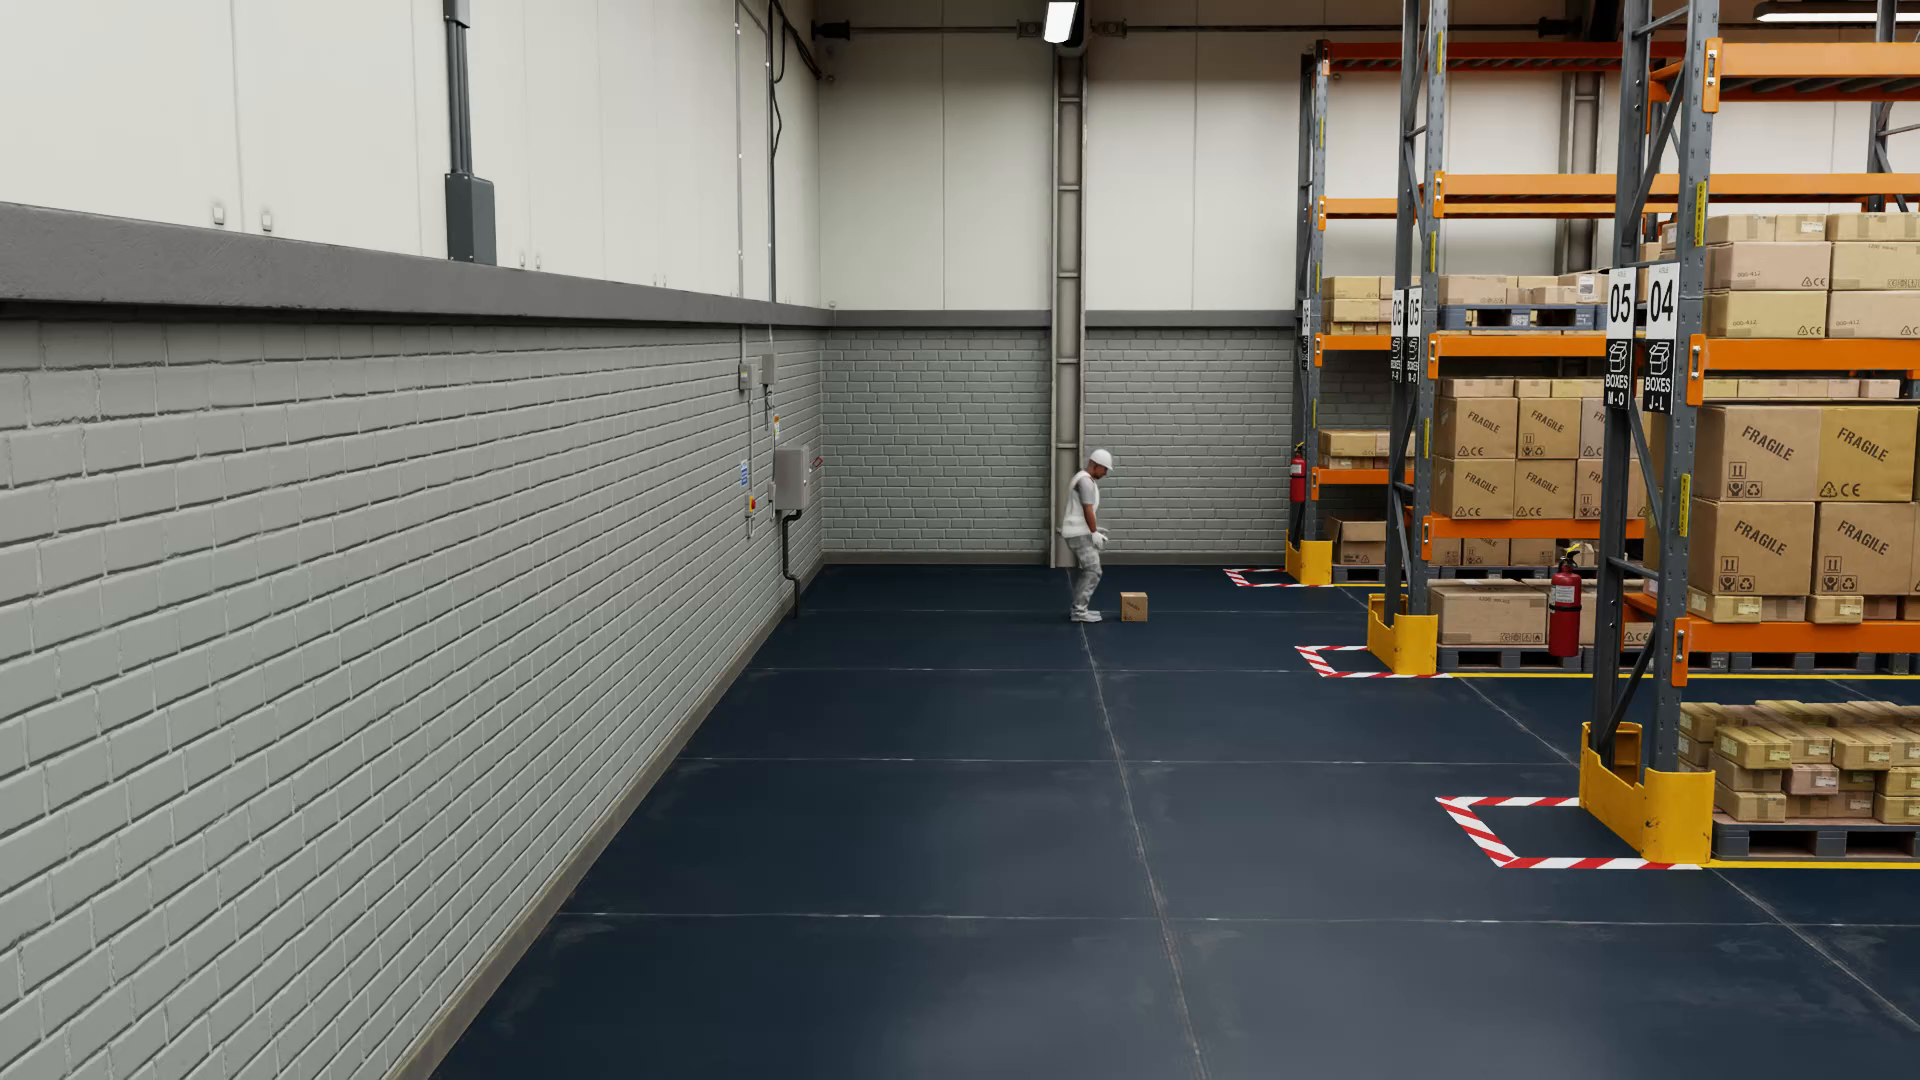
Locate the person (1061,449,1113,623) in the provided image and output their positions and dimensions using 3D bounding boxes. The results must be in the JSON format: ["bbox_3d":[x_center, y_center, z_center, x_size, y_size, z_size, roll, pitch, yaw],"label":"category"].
[{"bbox_3d":[1.257,-0.053,16.475,0.517,1.695,0.584,0,7,3],"label":"person"}]
